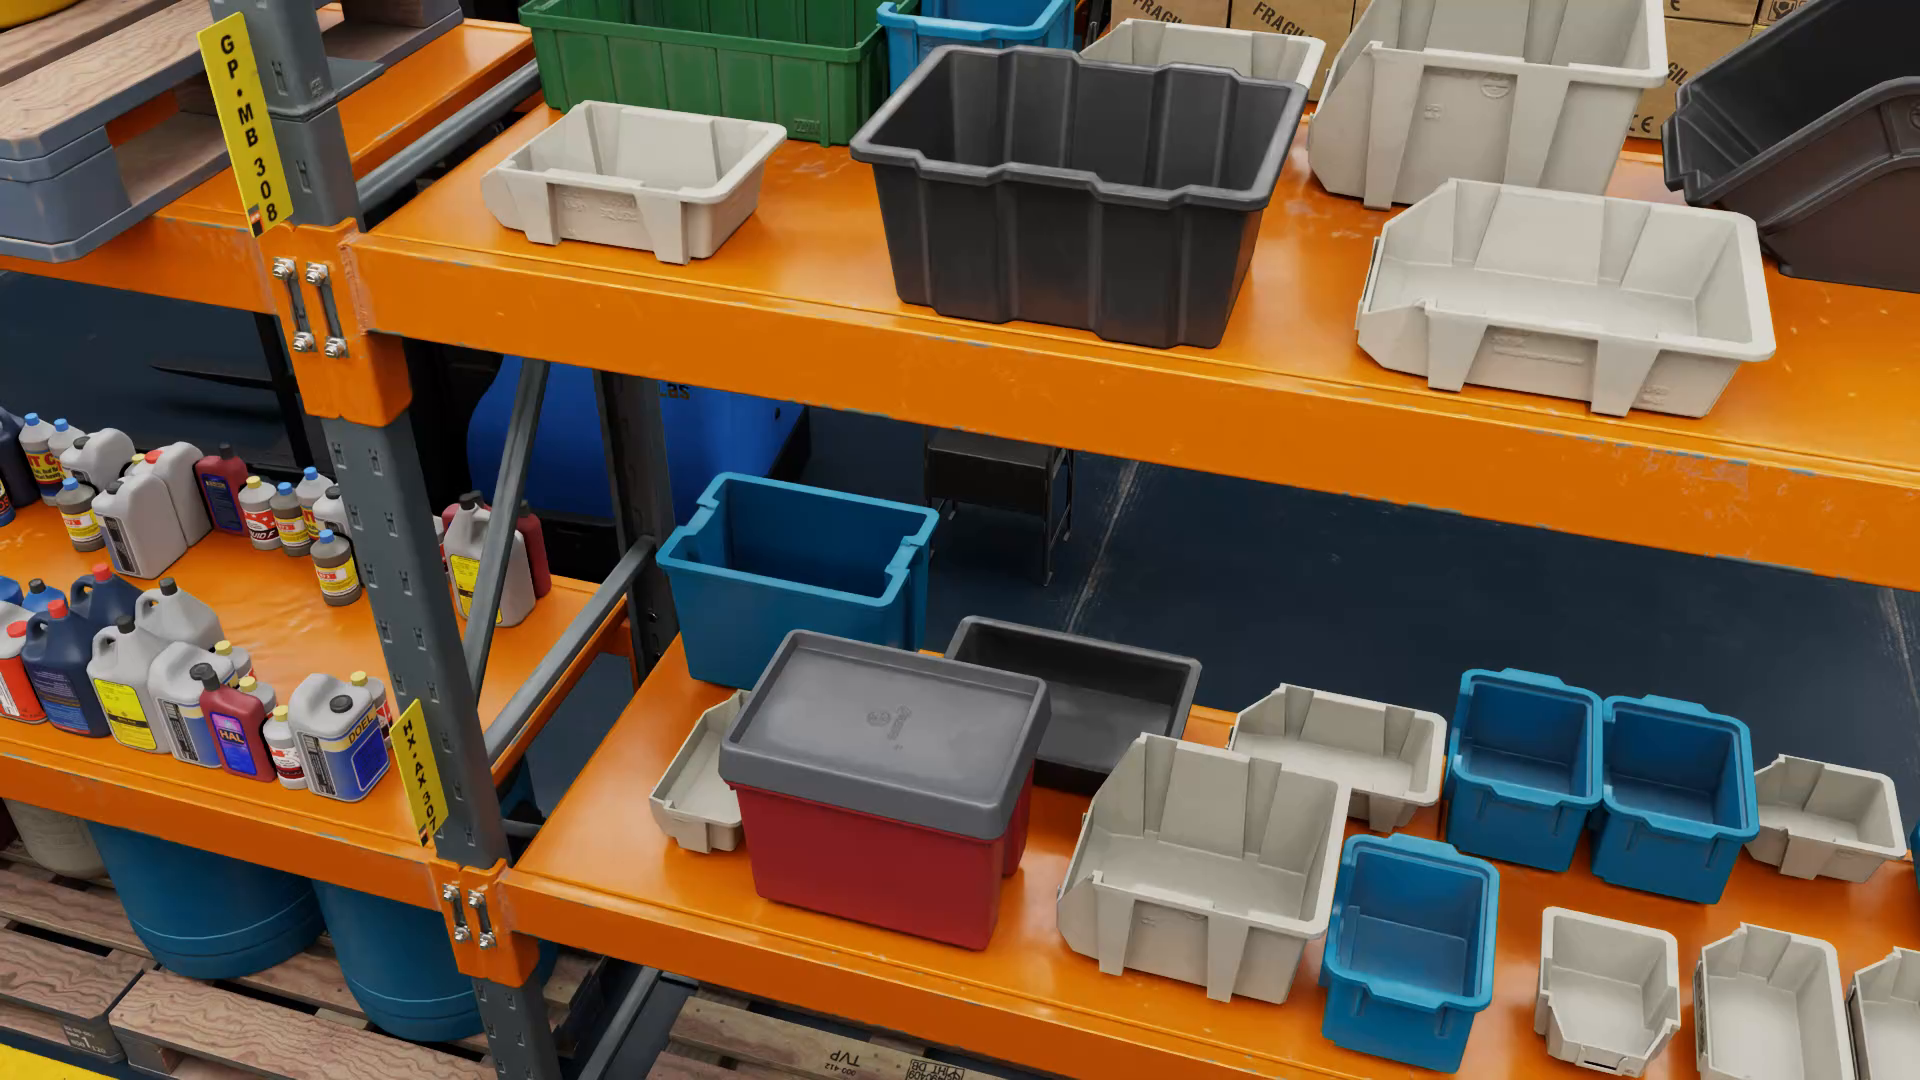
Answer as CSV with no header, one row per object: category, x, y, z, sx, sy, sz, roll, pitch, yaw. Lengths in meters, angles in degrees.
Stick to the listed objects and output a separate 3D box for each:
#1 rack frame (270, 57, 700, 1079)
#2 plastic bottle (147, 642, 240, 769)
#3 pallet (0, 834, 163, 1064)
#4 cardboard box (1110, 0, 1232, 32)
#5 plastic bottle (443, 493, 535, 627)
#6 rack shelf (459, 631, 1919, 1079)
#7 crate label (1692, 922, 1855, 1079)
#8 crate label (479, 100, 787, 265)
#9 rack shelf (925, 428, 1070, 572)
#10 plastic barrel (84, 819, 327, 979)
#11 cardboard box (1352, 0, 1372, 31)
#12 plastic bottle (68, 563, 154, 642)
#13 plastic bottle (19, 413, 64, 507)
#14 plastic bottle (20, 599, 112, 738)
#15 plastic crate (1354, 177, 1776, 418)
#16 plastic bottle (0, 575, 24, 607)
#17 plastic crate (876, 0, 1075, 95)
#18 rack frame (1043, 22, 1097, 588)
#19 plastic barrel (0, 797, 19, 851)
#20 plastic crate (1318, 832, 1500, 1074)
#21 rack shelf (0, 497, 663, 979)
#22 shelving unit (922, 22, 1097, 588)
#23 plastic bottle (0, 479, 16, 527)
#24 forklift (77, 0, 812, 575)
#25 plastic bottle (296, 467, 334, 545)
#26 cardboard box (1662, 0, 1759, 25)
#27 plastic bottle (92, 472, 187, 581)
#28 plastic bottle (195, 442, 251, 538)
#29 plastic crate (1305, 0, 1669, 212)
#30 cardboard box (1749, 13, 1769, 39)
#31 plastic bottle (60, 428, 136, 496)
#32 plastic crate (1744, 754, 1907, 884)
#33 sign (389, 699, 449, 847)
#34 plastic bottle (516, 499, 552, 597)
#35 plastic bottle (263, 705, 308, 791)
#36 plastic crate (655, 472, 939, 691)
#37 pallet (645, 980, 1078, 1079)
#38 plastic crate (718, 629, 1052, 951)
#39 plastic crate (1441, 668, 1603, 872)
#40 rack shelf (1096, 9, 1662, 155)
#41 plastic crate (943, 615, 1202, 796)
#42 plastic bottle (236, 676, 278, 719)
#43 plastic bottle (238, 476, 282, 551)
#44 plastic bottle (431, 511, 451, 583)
rack frame,-0.921,0.272,3.850,0.127,3.000,1.000,10,38,14
plastic bottle,-1.742,0.371,3.821,0.135,0.276,0.152,10,38,14
pallet,-2.813,1.021,5.185,1.213,0.211,1.003,10,38,14
cardboard box,0.965,-2.326,7.295,0.500,0.500,0.500,11,38,15
plastic bottle,-1.199,0.039,4.208,0.185,0.351,0.144,10,38,14
rack shelf,0.988,0.915,3.583,4.000,0.370,1.077,10,38,14
crate label,1.520,0.925,3.135,0.243,0.136,0.396,10,38,14
crate label,-0.540,-0.580,2.699,0.466,0.136,0.293,10,38,14
rack shelf,0.158,-0.242,6.511,0.480,0.518,0.431,10,38,14
plastic barrel,-2.111,0.717,4.661,0.708,0.901,0.600,10,38,14
cardboard box,1.932,-2.148,7.053,0.500,0.500,0.500,10,38,14
plastic bottle,-2.029,0.200,3.989,0.185,0.351,0.144,10,38,14
plastic bottle,-2.549,-0.231,4.642,0.097,0.271,0.097,0,36,0
plastic bottle,-2.072,0.282,3.878,0.185,0.351,0.144,10,38,14
plastic crate,0.851,-0.348,2.384,0.530,0.136,0.437,10,38,14
plastic bottle,-2.332,0.186,4.076,0.097,0.271,0.097,0,36,0
plastic crate,0.044,-0.888,3.037,0.300,0.233,0.416,10,38,14
rack frame,0.391,-0.773,6.029,0.015,2.100,0.400,10,38,14
plastic barrel,-3.189,0.644,5.025,0.708,0.588,0.600,10,38,14
plastic crate,0.861,0.804,3.217,0.300,0.233,0.416,10,38,14
rack shelf,-2.830,0.208,4.543,4.000,0.370,1.077,10,38,14
shelving unit,0.158,-0.816,6.088,0.503,2.100,0.431,10,38,14
plastic bottle,-2.685,-0.167,4.555,0.097,0.271,0.097,0,36,0
forklift,-2.209,-1.435,6.227,3.031,2.935,1.130,7,37,10
plastic bottle,-1.701,-0.074,4.429,0.097,0.271,0.097,0,36,0
cardboard box,2.892,-2.367,6.507,0.500,0.500,0.500,11,38,15
plastic bottle,-2.178,-0.053,4.396,0.135,0.276,0.152,10,38,14
plastic bottle,-1.991,-0.144,4.514,0.133,0.283,0.061,10,38,14
plastic crate,0.874,-0.748,2.805,0.530,0.282,0.437,10,38,14
cardboard box,3.373,-1.878,6.687,0.500,0.500,0.500,11,38,14
plastic bottle,-2.354,-0.180,4.569,0.135,0.276,0.152,10,38,14
plastic crate,1.831,0.608,3.566,0.298,0.136,0.250,10,38,14
sign,-1.086,0.471,3.345,0.005,0.325,0.100,10,38,14
plastic bottle,-1.143,0.013,4.301,0.133,0.283,0.061,10,38,14
plastic bottle,-1.512,0.460,3.762,0.097,0.201,0.097,0,36,0
plastic crate,-0.373,0.144,3.987,0.575,0.384,0.392,10,38,14
pallet,-0.207,1.503,4.530,1.213,0.211,1.003,10,38,14
plastic crate,-0.143,0.522,3.406,0.583,0.464,0.402,10,38,14
plastic crate,1.217,0.507,3.622,0.300,0.233,0.416,10,38,14
rack shelf,2.469,-1.887,7.390,4.000,0.370,1.077,10,38,14
plastic crate,0.228,0.404,3.851,0.590,0.125,0.437,10,38,14
plastic bottle,-1.621,0.402,3.841,0.097,0.201,0.097,0,36,0
plastic bottle,-1.886,-0.080,4.496,0.097,0.201,0.097,0,36,0
plastic bottle,-1.386,0.012,4.371,0.097,0.201,0.097,0,36,0
